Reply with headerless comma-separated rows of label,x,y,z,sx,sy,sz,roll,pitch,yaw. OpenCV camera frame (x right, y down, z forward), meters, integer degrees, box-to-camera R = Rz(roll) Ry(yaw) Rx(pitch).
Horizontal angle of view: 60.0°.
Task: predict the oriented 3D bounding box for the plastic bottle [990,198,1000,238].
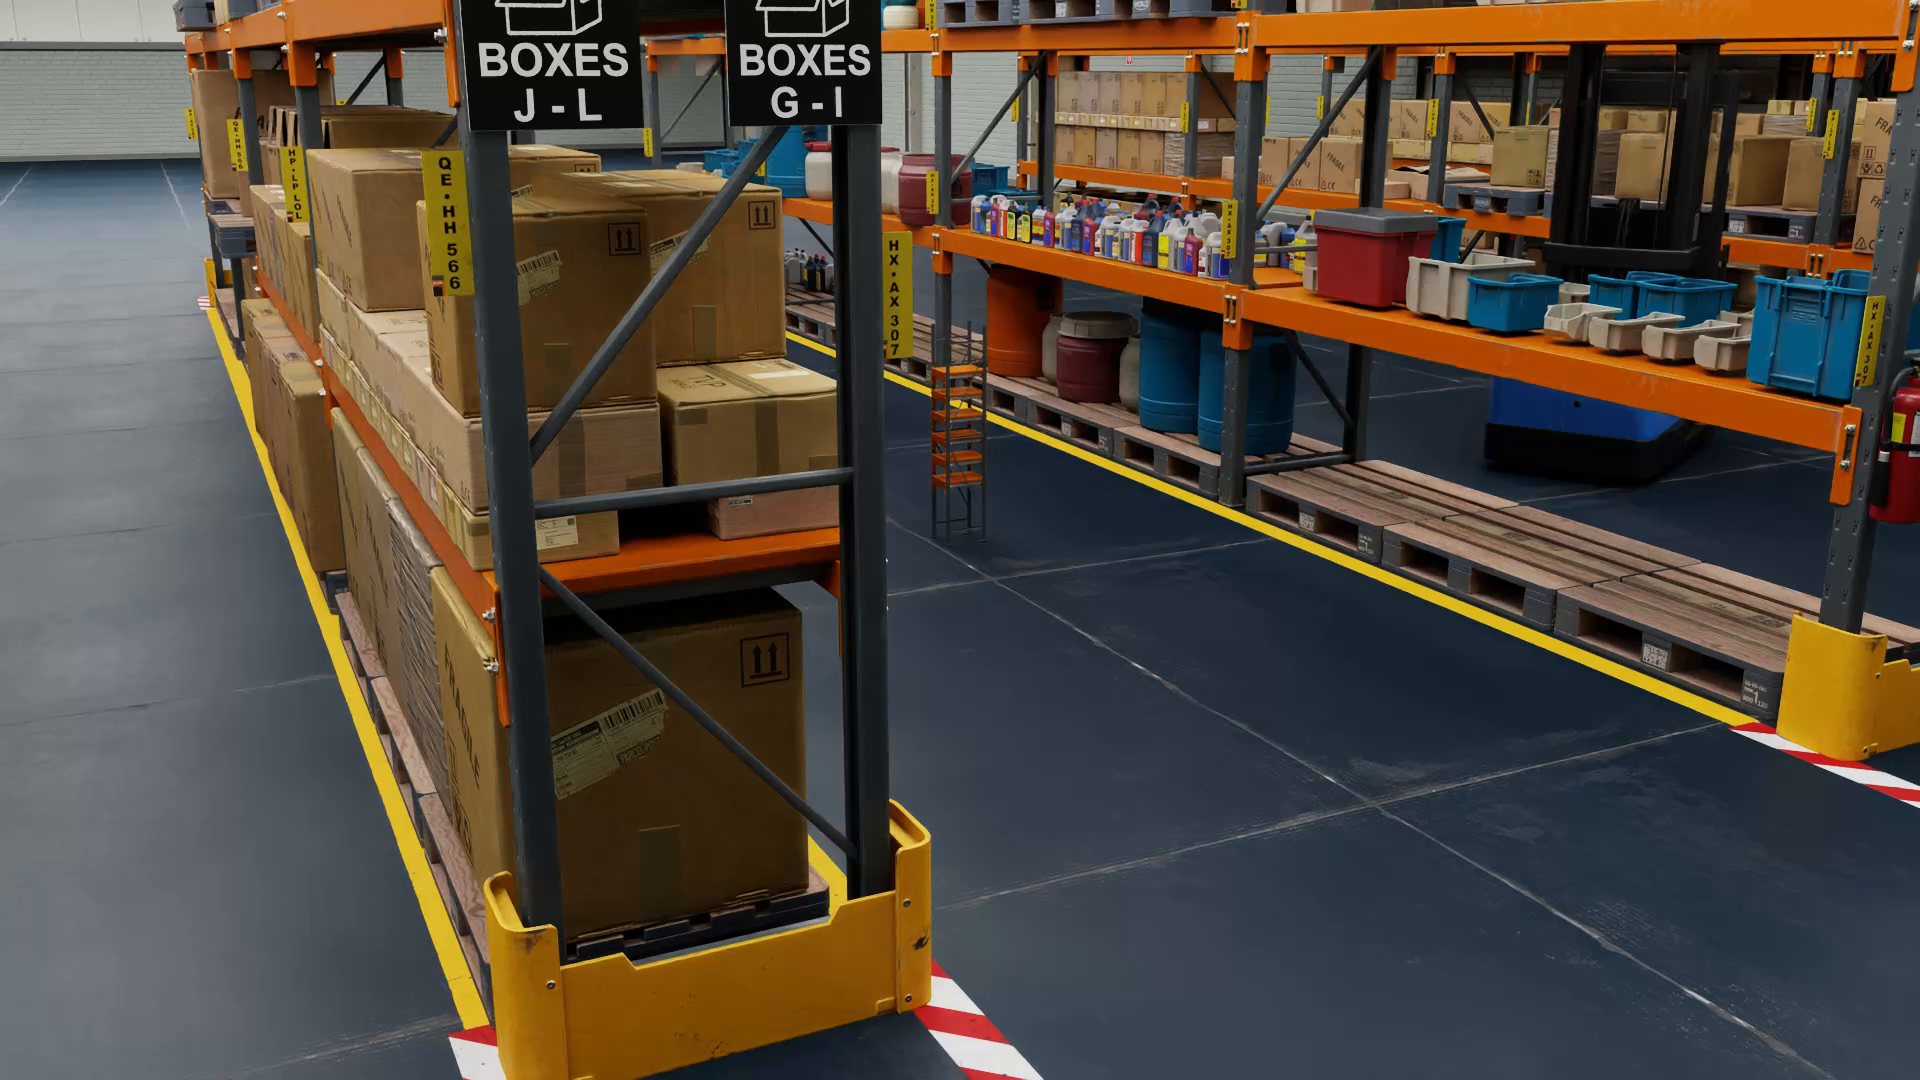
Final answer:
plastic bottle,0.279,-2.405,12.405,0.061,0.283,0.133,-8,18,-25

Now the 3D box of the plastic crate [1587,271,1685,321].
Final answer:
plastic crate,3.262,-1.161,8.054,0.416,0.233,0.300,-8,18,-25

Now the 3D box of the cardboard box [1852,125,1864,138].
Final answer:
cardboard box,9.166,-3.941,16.789,0.500,0.500,0.500,-7,17,-23

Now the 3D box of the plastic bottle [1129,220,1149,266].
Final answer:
plastic bottle,1.186,-1.917,10.719,0.152,0.276,0.135,-8,18,-25

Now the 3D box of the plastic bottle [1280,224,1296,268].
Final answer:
plastic bottle,2.085,-1.867,10.552,0.097,0.271,0.097,0,16,0

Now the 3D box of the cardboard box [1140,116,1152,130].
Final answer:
cardboard box,2.328,-4.877,19.449,0.380,0.149,0.250,-8,18,-25

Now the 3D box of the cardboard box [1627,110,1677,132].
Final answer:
cardboard box,8.178,-4.714,19.260,0.700,0.500,0.500,-5,17,-17

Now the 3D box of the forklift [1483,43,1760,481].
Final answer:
forklift,4.669,-2.132,11.365,1.130,2.935,3.031,11,19,33

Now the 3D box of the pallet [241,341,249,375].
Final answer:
pallet,-5.585,-1.555,14.285,1.003,0.211,1.213,-8,18,-25

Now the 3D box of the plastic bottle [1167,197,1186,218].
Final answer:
plastic bottle,1.511,-2.215,11.622,0.144,0.351,0.185,-8,18,-25

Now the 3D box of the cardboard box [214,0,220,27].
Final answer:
cardboard box,-5.051,-3.800,11.889,0.500,0.250,0.500,-7,17,-23

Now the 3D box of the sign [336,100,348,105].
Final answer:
sign,-5.430,-3.712,14.650,0.100,0.325,0.005,-8,18,-25

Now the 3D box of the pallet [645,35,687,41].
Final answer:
pallet,-2.953,-5.812,18.971,1.003,0.211,1.213,-8,18,-25

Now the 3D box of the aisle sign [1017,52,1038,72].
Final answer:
aisle sign,0.923,-6.505,21.767,0.394,0.787,0.004,-8,18,-25

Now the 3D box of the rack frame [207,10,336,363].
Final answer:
rack frame,-5.927,-3.088,14.573,1.000,3.000,0.127,-8,18,-25

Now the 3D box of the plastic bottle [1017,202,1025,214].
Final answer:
plastic bottle,0.460,-2.347,12.224,0.097,0.271,0.097,0,16,0

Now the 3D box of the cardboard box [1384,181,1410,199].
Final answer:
cardboard box,4.089,-3.361,15.980,0.380,0.149,0.250,-8,18,-25

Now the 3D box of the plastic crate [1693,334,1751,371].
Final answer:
plastic crate,3.262,-0.793,6.946,0.396,0.136,0.243,-8,18,-25

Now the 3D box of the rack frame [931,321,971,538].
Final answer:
rack frame,-0.046,-0.603,9.177,0.240,1.200,0.006,-8,18,-25

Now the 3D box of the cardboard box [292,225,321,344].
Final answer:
cardboard box,-2.873,-1.235,7.936,0.500,0.500,0.500,-8,18,-25

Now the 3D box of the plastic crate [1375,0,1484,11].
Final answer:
plastic crate,2.327,-2.741,8.162,0.497,0.269,0.590,-8,18,-25

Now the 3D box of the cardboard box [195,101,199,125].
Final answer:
cardboard box,-7.251,-4.333,16.380,0.500,0.500,0.500,-8,18,-25

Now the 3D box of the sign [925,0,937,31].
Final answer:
sign,-0.214,-4.018,12.565,0.100,0.325,0.005,-8,18,-25

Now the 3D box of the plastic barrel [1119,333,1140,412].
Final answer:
plastic barrel,1.330,-1.172,11.646,0.421,0.512,0.421,0,16,0

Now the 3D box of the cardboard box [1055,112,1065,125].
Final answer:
cardboard box,1.431,-5.385,21.221,0.380,0.149,0.250,-8,18,-25

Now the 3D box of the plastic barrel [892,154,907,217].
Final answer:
plastic barrel,-0.365,-2.978,13.986,0.421,0.512,0.421,0,16,0

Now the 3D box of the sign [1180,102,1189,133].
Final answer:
sign,2.481,-4.671,18.376,0.100,0.325,0.005,-8,18,-25

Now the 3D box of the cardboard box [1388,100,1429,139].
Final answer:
cardboard box,6.046,-5.766,22.782,0.500,0.500,0.500,-8,18,-27

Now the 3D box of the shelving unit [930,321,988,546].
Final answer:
shelving unit,-0.006,-0.580,9.098,0.258,1.200,0.189,-8,18,-25

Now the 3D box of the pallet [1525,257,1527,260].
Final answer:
pallet,7.773,-3.350,20.543,1.003,0.211,1.213,-8,18,-25

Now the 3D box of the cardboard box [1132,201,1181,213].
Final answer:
cardboard box,2.371,-3.739,19.705,0.500,0.500,0.500,-8,18,-25

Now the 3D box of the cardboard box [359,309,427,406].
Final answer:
cardboard box,-1.798,-0.652,5.817,0.500,0.250,0.500,-8,18,-25

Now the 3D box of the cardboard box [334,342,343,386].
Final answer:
cardboard box,-2.361,-0.740,6.845,0.380,0.149,0.250,-7,17,-23

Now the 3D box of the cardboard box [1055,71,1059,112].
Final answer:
cardboard box,1.443,-5.817,21.550,0.700,0.500,0.500,-8,18,-25

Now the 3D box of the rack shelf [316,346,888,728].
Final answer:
rack shelf,-1.546,-0.262,6.032,1.077,0.370,4.000,-8,18,-25

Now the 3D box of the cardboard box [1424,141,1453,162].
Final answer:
cardboard box,6.506,-5.149,21.992,0.500,0.250,0.500,-8,18,-25

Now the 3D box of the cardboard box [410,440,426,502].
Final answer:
cardboard box,-1.456,-0.229,5.066,0.380,0.149,0.250,-7,18,-24

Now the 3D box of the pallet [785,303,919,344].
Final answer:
pallet,-1.096,-2.156,16.381,1.003,0.211,1.213,-8,18,-25

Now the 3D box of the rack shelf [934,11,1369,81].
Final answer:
rack shelf,1.154,-3.295,11.160,1.077,0.370,4.000,-8,18,-25

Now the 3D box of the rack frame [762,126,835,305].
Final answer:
rack frame,-1.475,-3.686,16.659,1.000,3.000,0.127,-8,18,-25

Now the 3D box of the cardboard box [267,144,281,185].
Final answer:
cardboard box,-4.447,-2.475,11.495,0.500,0.500,0.500,-10,19,-32

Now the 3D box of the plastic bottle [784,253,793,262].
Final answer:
plastic bottle,-1.943,-3.112,18.798,0.152,0.276,0.135,-8,18,-24

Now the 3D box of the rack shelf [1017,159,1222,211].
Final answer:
rack shelf,2.103,-4.434,20.568,1.077,0.370,4.000,-8,18,-25

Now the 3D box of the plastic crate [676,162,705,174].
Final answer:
plastic crate,-3.125,-4.291,19.242,0.298,0.136,0.250,-8,18,-25

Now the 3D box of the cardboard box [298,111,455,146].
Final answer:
cardboard box,-3.000,-1.963,8.655,0.797,0.503,0.637,-7,18,-24

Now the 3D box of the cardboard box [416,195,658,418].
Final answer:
cardboard box,-1.120,-0.633,4.391,0.500,0.500,0.500,-7,18,-24

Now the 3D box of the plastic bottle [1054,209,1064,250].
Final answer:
plastic bottle,0.709,-2.168,11.600,0.097,0.271,0.097,0,16,0

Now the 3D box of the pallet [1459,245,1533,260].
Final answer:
pallet,7.105,-3.705,21.780,1.003,0.211,1.213,-8,18,-25

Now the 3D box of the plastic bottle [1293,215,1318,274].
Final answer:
plastic bottle,2.149,-1.815,10.228,0.144,0.351,0.185,-8,18,-25

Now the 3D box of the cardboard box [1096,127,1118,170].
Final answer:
cardboard box,2.101,-4.823,20.438,0.700,0.500,0.500,-7,17,-23

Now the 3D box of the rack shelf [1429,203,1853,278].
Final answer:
rack shelf,5.608,-2.450,13.656,1.077,0.370,4.000,-8,18,-25

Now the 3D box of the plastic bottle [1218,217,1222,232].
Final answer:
plastic bottle,1.764,-2.033,11.124,0.152,0.276,0.135,-8,18,-25

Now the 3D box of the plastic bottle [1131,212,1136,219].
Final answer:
plastic bottle,1.272,-2.293,12.164,0.097,0.201,0.097,0,16,0
